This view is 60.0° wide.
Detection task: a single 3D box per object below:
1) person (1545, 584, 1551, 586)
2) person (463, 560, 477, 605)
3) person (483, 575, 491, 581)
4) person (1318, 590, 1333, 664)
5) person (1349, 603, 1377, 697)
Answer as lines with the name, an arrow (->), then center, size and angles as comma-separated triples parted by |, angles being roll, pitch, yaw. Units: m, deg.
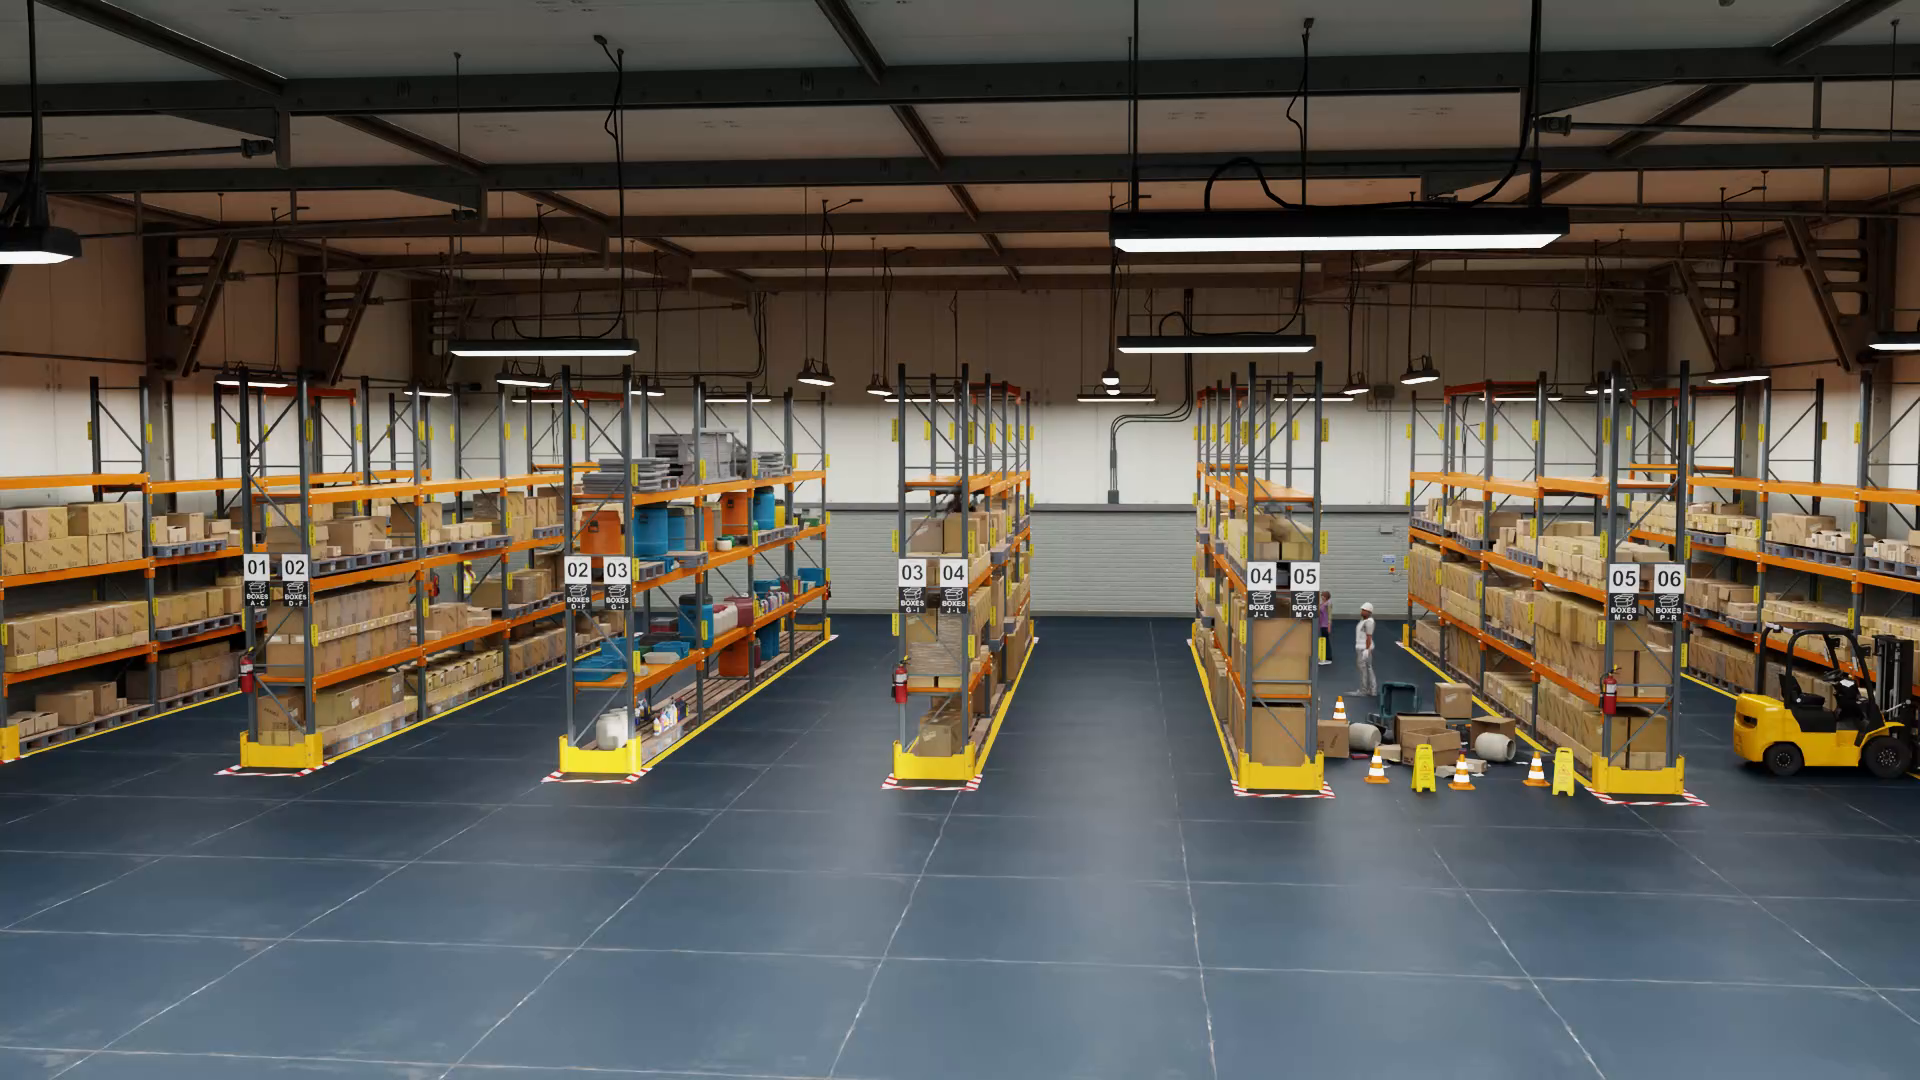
person -> 12.481, 1.832, 35.566 | 0.482, 1.792, 0.604 | 1, 4, 22
person -> -12.565, 1.381, 42.483 | 0.501, 1.754, 0.580 | 0, 4, 7
person -> -10.929, 1.741, 38.401 | 0.771, 1.753, 0.936 | 0, 4, 6
person -> 7.909, 1.887, 36.053 | 0.340, 1.600, 0.449 | 1, 4, 9
person -> 7.705, 2.087, 31.674 | 0.471, 1.790, 0.598 | 2, 4, 30
